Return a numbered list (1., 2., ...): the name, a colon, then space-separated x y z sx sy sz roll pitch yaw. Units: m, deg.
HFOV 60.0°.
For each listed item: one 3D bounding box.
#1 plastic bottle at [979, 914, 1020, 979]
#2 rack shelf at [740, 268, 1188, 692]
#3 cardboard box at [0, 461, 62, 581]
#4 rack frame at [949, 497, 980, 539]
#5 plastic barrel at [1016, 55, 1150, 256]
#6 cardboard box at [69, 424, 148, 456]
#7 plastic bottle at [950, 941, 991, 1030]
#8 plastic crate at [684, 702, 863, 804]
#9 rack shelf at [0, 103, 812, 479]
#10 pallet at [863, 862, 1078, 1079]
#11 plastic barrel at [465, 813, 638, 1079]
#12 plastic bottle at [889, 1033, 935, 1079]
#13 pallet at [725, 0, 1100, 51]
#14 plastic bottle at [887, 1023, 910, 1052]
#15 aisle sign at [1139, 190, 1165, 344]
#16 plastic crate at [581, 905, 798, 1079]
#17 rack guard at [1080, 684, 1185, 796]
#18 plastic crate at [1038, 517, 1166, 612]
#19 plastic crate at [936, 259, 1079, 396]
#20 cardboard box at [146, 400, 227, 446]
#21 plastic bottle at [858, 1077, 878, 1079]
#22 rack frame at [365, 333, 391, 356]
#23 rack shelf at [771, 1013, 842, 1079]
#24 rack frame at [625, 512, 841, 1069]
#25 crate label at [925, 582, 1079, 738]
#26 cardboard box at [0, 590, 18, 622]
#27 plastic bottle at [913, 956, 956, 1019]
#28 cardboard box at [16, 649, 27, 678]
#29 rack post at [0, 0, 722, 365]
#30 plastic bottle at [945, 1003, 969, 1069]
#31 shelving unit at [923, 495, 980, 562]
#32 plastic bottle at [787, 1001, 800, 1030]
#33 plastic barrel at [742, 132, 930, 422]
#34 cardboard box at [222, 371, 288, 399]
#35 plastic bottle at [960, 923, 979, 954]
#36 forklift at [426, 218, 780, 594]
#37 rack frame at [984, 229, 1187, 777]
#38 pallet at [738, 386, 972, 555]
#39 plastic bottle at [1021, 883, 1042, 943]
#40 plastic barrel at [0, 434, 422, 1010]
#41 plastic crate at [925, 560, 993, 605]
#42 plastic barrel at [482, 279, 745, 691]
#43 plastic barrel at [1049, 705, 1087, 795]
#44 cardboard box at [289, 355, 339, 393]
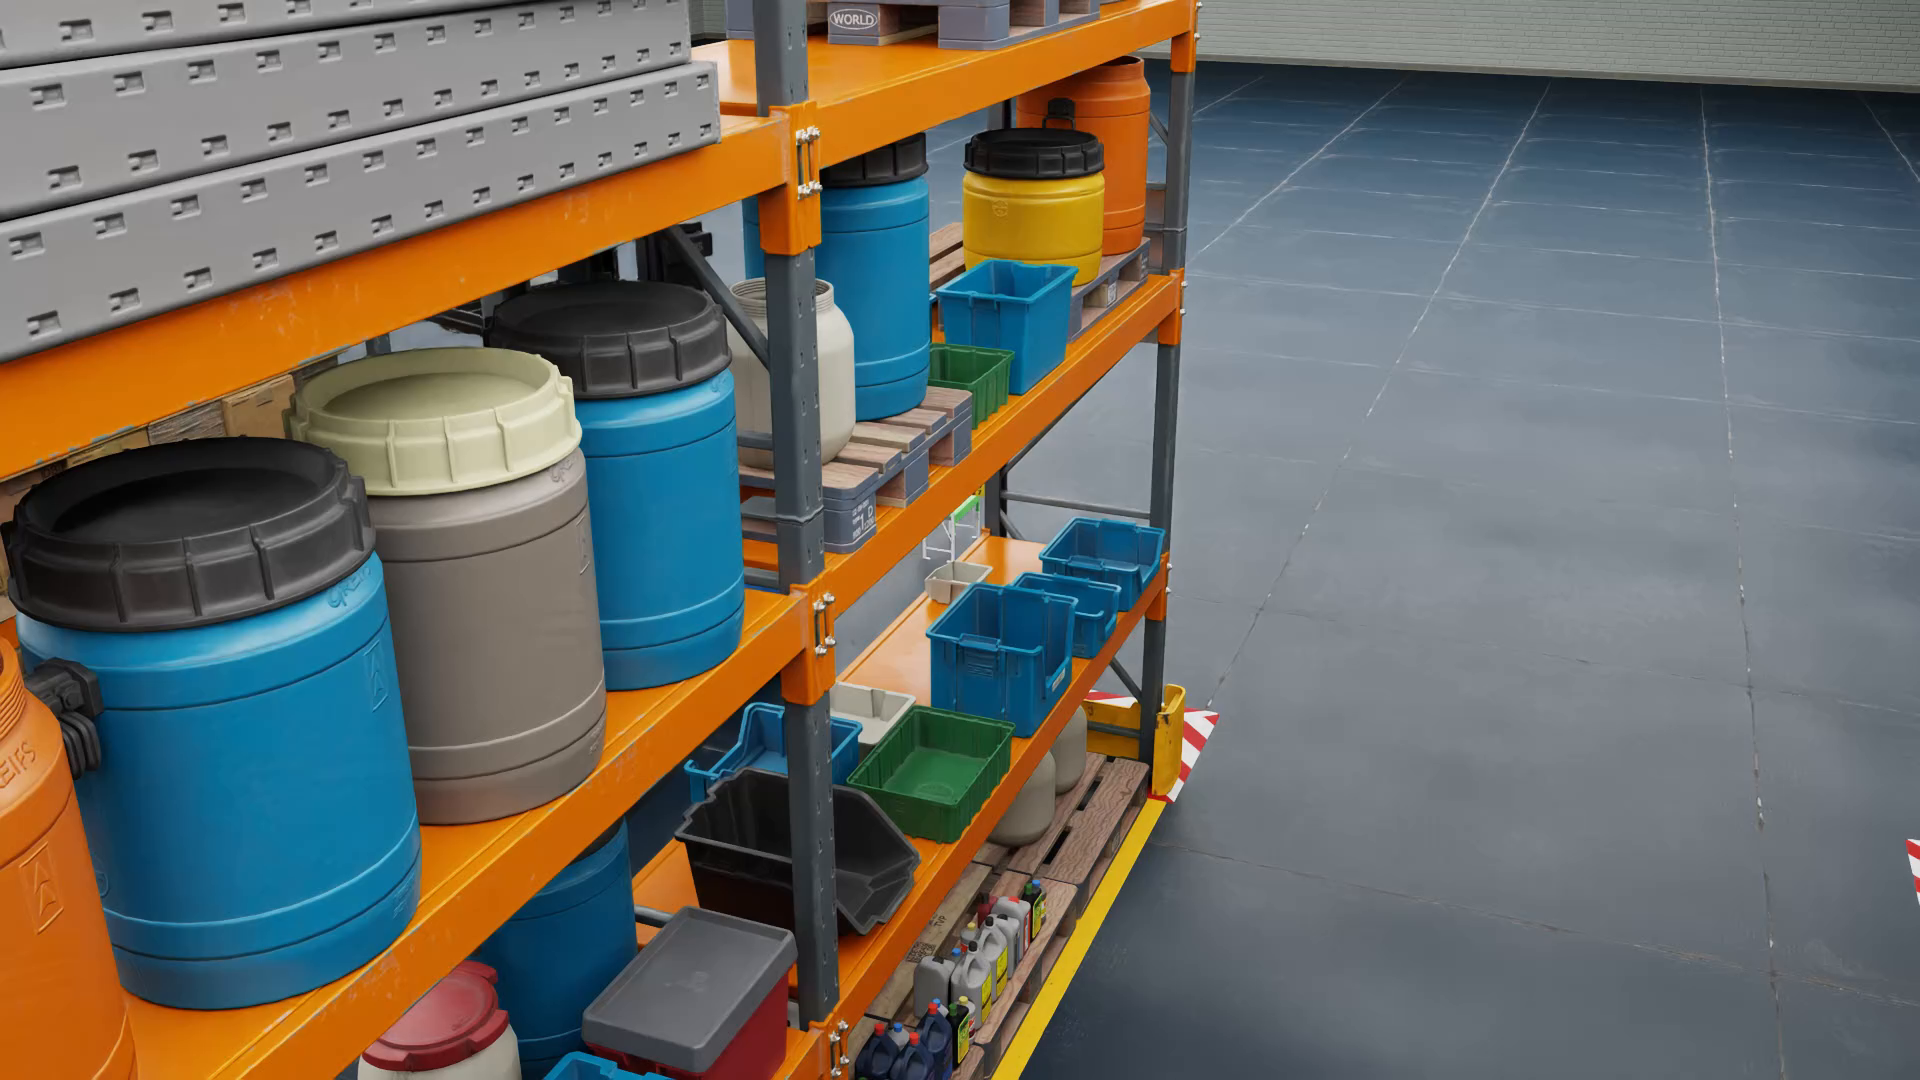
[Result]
1. plastic bottle: 0.172 1.732 7.176 0.152 0.276 0.135 8 24 19
2. rack shelf: -0.125 -0.515 6.632 1.077 0.370 4.000 9 24 20
3. cardboard box: -4.932 -0.159 8.222 0.875 0.500 0.500 9 24 20
4. rack frame: 0.029 -0.582 12.086 0.240 1.200 0.015 9 24 20
5. plastic barrel: 0.555 -1.762 7.583 0.600 0.830 0.708 9 24 20
6. cardboard box: -4.518 -0.764 8.374 0.500 0.500 0.500 9 24 20
7. plastic bottle: 0.045 1.823 6.859 0.144 0.351 0.185 9 24 20
8. plastic crate: -0.709 0.887 6.428 0.499 0.251 0.616 9 24 20
9. rack shelf: -1.611 -0.283 2.704 1.077 0.370 4.000 9 24 20
10. pallet: -0.129 1.868 7.505 1.003 0.211 1.213 9 24 20
11. plastic barrel: -1.293 1.117 5.034 0.600 0.901 0.708 9 24 20
12. plastic bottle: -0.183 2.043 6.333 0.144 0.351 0.185 9 24 21
13. pallet: -0.136 -1.980 6.080 1.003 0.211 1.213 9 24 20
14. plastic bottle: -0.241 2.011 6.514 0.097 0.271 0.097 0 23 0
15. aisle sign: 0.920 -1.361 8.243 0.394 0.787 0.004 9 24 20
16. plastic crate: -0.764 1.441 4.826 0.402 0.464 0.583 9 24 20
17. rack guard: 0.633 1.009 9.185 1.175 0.500 0.348 9 24 20
18. plastic crate: 0.709 0.112 8.282 0.499 0.251 0.616 9 24 20
19. plastic crate: 0.189 -0.829 6.473 0.392 0.384 0.575 9 24 20
20. cardboard box: -4.511 -0.509 9.061 0.875 0.500 0.500 9 24 20
21. plastic bottle: -0.347 2.118 6.242 0.061 0.283 0.133 9 24 20
22. rack frame: -3.981 -0.887 10.482 1.000 3.000 0.127 9 24 20
23. rack shelf: -1.611 2.301 3.783 1.077 0.370 4.000 9 24 20
24. rack frame: -0.868 1.253 5.358 1.000 3.000 0.127 9 24 20
25. crate label: 0.185 0.503 7.108 0.502 0.435 0.616 9 24 20
26. cardboard box: -4.721 0.271 8.036 0.380 0.149 0.250 9 24 20
27. plastic bottle: -0.102 1.846 6.902 0.152 0.276 0.135 9 24 20
28. cardboard box: -4.918 0.927 8.837 0.500 0.500 0.500 7 24 15
29. rack post: -1.520 -0.890 2.447 1.013 1.000 3.121 9 24 20
30. plastic bottle: -0.013 1.954 6.635 0.061 0.283 0.133 10 25 22
31. shelving unit: -0.061 -0.494 11.877 0.258 1.200 0.503 9 24 20
32. plastic bottle: -0.679 1.979 6.584 0.152 0.276 0.135 9 24 20
33. plastic barrel: -0.399 -0.897 5.418 0.600 0.901 0.708 9 24 20
34. cardboard box: -4.136 -1.120 9.227 0.500 0.500 0.500 9 24 20
35. plastic bottle: 0.049 1.755 7.217 0.097 0.201 0.097 0 23 0
36. forklift: -2.160 -0.338 9.256 1.130 2.935 3.031 17 28 35
37. rack frame: 0.617 -0.178 8.785 1.000 3.000 0.127 9 24 20
38. pallet: -0.691 -0.316 5.468 1.213 0.211 1.003 9 24 20
39. plastic bottle: 0.316 1.637 7.393 0.061 0.283 0.133 9 24 21
40. plastic barrel: -1.342 0.319 3.052 0.600 0.901 0.708 9 24 20
41. plastic crate: -0.014 0.218 8.179 0.298 0.136 0.250 9 24 20
42. plastic barrel: -0.856 -0.149 4.173 0.600 0.901 0.708 9 24 20
43. plastic barrel: 0.444 1.023 8.593 0.421 0.512 0.421 0 23 0
44. cardboard box: -4.211 -0.878 9.944 0.875 0.500 0.500 9 24 20
